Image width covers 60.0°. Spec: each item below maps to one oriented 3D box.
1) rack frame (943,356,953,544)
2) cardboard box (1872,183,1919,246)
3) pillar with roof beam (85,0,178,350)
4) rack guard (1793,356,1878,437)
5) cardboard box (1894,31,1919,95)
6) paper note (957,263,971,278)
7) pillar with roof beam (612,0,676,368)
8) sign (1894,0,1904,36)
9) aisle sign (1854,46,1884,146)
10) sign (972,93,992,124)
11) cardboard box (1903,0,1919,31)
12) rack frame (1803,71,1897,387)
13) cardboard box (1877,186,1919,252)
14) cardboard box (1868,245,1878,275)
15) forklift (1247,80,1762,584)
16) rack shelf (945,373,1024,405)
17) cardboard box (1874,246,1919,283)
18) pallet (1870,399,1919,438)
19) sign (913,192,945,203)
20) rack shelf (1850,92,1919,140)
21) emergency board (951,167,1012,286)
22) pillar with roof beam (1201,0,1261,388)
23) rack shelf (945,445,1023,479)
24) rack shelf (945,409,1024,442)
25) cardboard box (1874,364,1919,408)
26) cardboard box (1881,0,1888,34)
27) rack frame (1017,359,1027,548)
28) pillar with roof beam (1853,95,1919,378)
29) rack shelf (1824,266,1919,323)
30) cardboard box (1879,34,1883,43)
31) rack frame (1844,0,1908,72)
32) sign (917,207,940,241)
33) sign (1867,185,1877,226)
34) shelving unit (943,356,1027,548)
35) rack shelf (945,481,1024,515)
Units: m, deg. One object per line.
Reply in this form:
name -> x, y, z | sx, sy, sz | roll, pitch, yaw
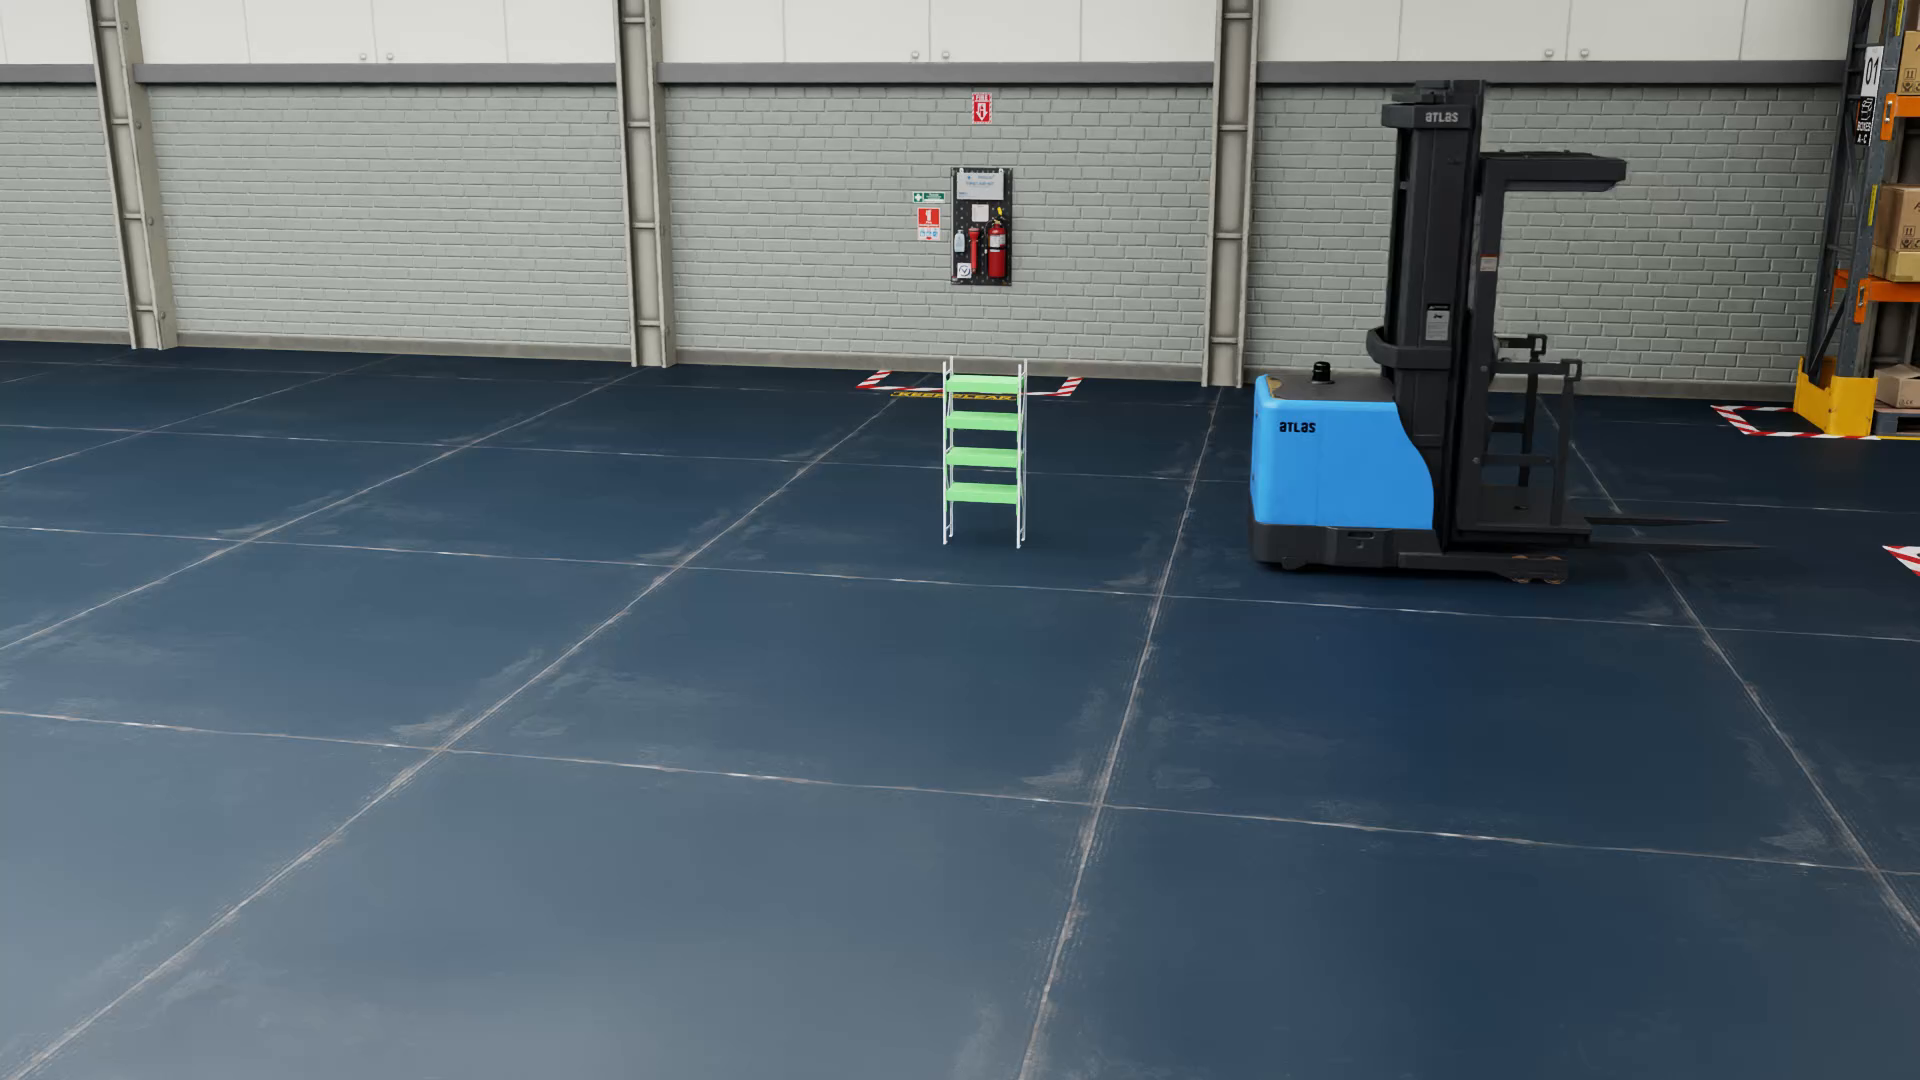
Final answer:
rack frame -> -0.077, -0.582, 10.847 | 0.015, 1.200, 0.240 | 3, 16, 11
cardboard box -> 8.144, -2.819, 14.387 | 0.500, 0.500, 0.500 | 3, 16, 10
pillar with roof beam -> -9.999, -5.401, 13.633 | 0.400, 9.000, 9.100 | 3, 16, 11
rack guard -> 7.714, -1.281, 14.679 | 0.348, 0.500, 1.175 | 3, 16, 11
cardboard box -> 7.918, -3.910, 13.643 | 0.500, 0.500, 0.500 | 4, 16, 13
paper note -> 0.045, -2.742, 16.922 | 0.142, 0.148, 0.016 | 3, 16, 11
pillar with roof beam -> -4.119, -5.082, 12.481 | 0.400, 9.000, 9.100 | 3, 16, 11
sign -> 7.532, -4.214, 13.330 | 0.005, 0.325, 0.100 | 3, 16, 11
aisle sign -> 7.509, -3.668, 13.743 | 0.004, 0.787, 0.394 | 3, 16, 11
sign -> 0.216, -4.283, 16.492 | 0.199, 0.298, 0.001 | 3, 16, 11
cardboard box -> 7.969, -4.391, 13.507 | 0.500, 0.500, 0.500 | 2, 16, 7
rack frame -> 7.640, -2.489, 14.360 | 0.127, 3.000, 1.000 | 3, 16, 11
cardboard box -> 8.048, -2.684, 13.902 | 0.500, 0.500, 0.500 | 3, 16, 11
cardboard box -> 8.136, -2.453, 14.471 | 0.500, 0.250, 0.500 | 3, 16, 12
forklift -> 3.369, -1.296, 10.180 | 3.031, 2.935, 1.130 | 2, 16, 7
rack shelf -> 0.162, -0.970, 10.689 | 0.480, 0.148, 0.258 | 3, 16, 11
cardboard box -> 8.055, -2.318, 13.984 | 0.500, 0.250, 0.500 | 3, 16, 9
pallet -> 8.503, -1.089, 14.528 | 1.213, 0.211, 1.003 | 3, 16, 11
sign -> -0.314, -3.465, 16.824 | 0.331, 0.109, 0.001 | 3, 16, 11
rack shelf -> 9.600, -3.482, 13.672 | 4.000, 0.370, 1.077 | 3, 16, 11
emergency board -> 0.204, -3.139, 16.705 | 0.643, 1.169, 0.194 | 3, 16, 11
pillar with roof beam -> 1.760, -4.763, 11.328 | 0.400, 9.000, 9.100 | 3, 16, 11
rack shelf -> 0.162, -0.508, 10.817 | 0.480, 0.148, 0.258 | 3, 16, 11
rack shelf -> 0.162, -0.739, 10.753 | 0.480, 0.148, 0.258 | 3, 16, 11
cardboard box -> 8.300, -1.345, 14.442 | 0.500, 0.311, 0.500 | 1, 16, 5
cardboard box -> 8.114, -4.520, 13.974 | 0.500, 0.500, 0.500 | 4, 16, 14
rack frame -> 0.401, -0.556, 10.753 | 0.015, 1.200, 0.240 | 3, 16, 11
pillar with roof beam -> 7.640, -4.443, 10.176 | 0.400, 9.000, 9.100 | 3, 16, 11
rack shelf -> 9.600, -2.036, 14.072 | 4.000, 0.370, 1.077 | 3, 16, 11
cardboard box -> 8.099, -4.037, 14.103 | 0.500, 0.500, 0.500 | 4, 16, 15
rack frame -> 7.640, -5.381, 13.559 | 0.127, 3.000, 1.000 | 3, 16, 11
sign -> -0.317, -3.213, 16.904 | 0.234, 0.329, 0.001 | 3, 16, 11
sign -> 7.532, -2.765, 13.732 | 0.005, 0.325, 0.100 | 3, 16, 11
shelving unit -> 0.162, -0.569, 10.800 | 0.503, 1.200, 0.258 | 3, 16, 11
rack shelf -> 0.162, -0.277, 10.881 | 0.480, 0.148, 0.258 | 3, 16, 11
